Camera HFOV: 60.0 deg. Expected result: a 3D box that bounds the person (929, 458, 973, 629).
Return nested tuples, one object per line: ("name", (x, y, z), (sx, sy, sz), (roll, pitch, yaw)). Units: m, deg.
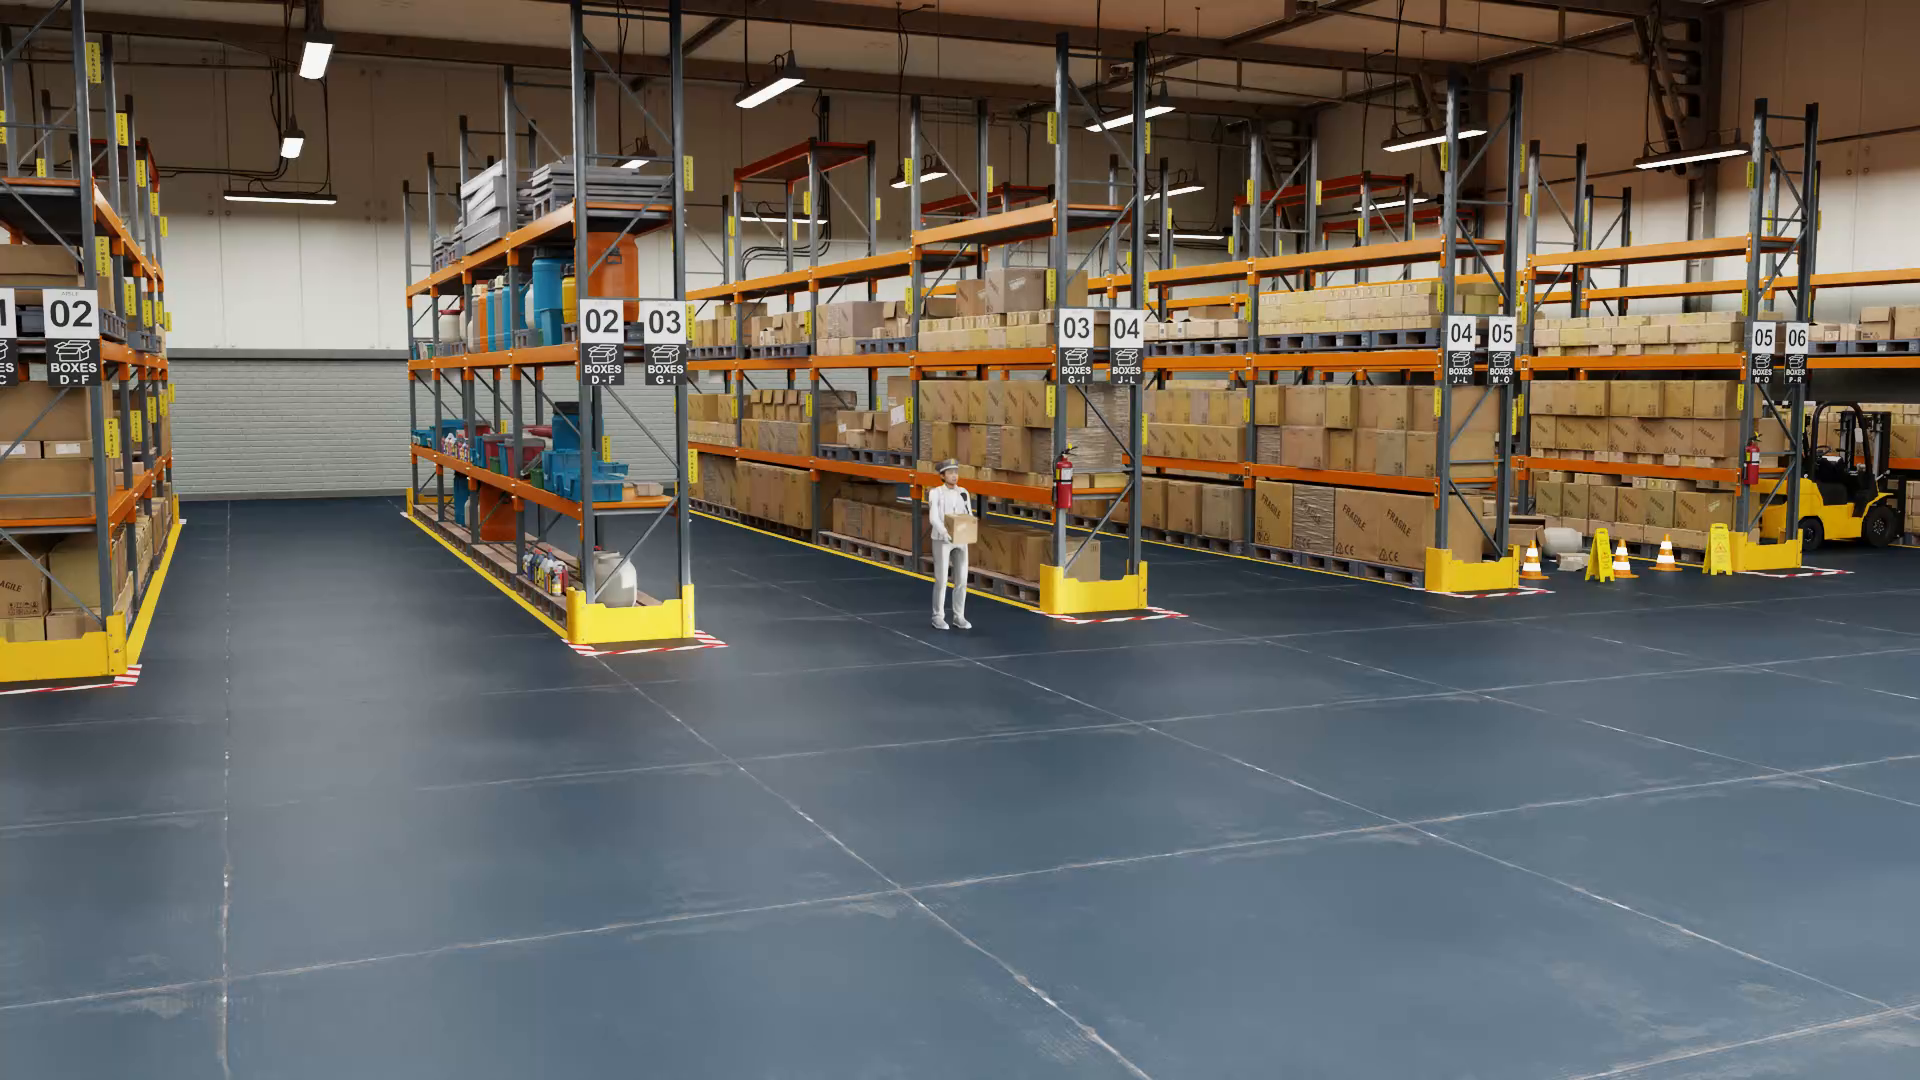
("person", (-0.071, 0.033, 16.521), (0.460, 1.686, 0.564), (-2, 6, -23))
